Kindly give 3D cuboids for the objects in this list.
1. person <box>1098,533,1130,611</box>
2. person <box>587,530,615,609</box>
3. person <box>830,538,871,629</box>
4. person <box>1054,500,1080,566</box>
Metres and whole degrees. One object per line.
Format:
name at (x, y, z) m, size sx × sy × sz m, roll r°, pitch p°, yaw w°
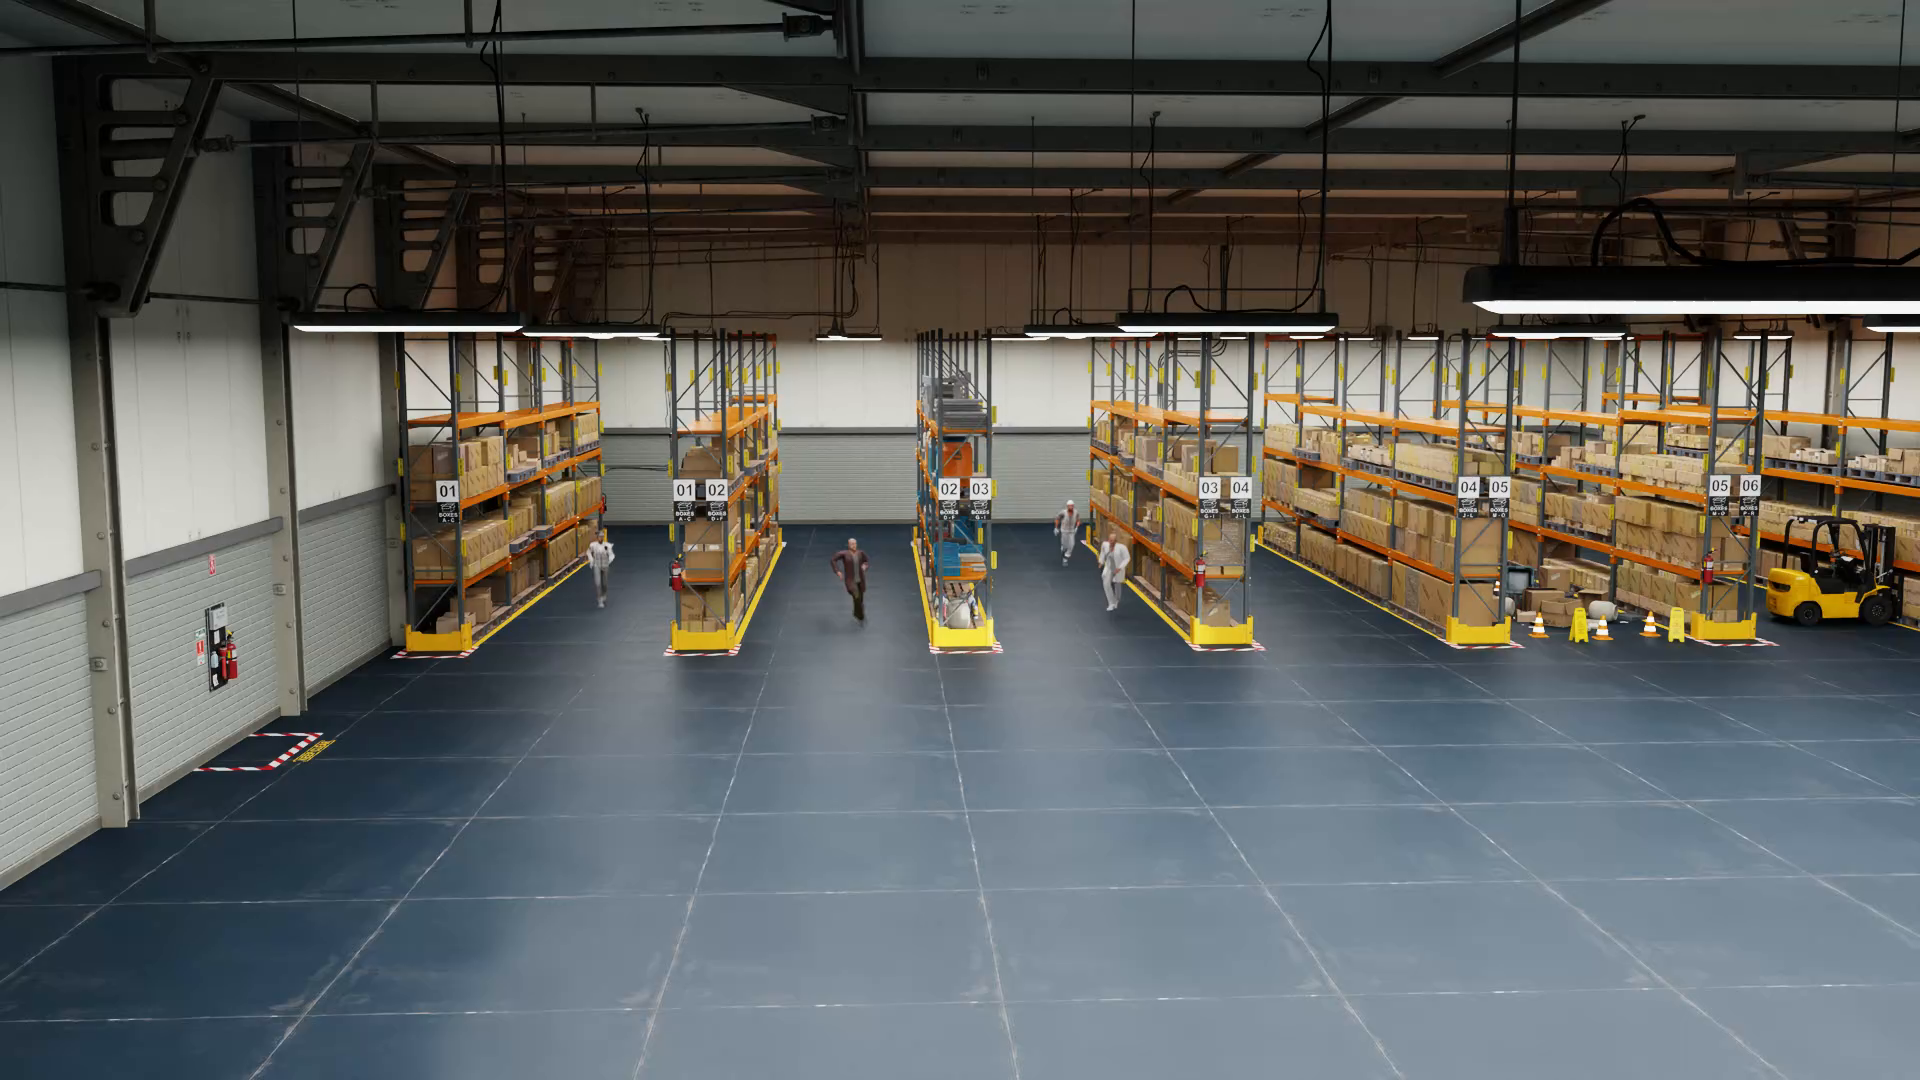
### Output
person at (3.268, 0.623, 34.907) m, size 0.715 × 1.623 × 1.159 m, roll 2°, pitch 7°, yaw 18°
person at (-7.858, 0.613, 36.405) m, size 0.590 × 1.673 × 0.871 m, roll -2°, pitch 7°, yaw -17°
person at (-2.196, 0.870, 33.773) m, size 0.793 × 1.831 × 0.789 m, roll -4°, pitch 8°, yaw -28°
person at (2.786, -0.216, 43.048) m, size 0.657 × 1.667 × 0.697 m, roll -2°, pitch 7°, yaw -18°
